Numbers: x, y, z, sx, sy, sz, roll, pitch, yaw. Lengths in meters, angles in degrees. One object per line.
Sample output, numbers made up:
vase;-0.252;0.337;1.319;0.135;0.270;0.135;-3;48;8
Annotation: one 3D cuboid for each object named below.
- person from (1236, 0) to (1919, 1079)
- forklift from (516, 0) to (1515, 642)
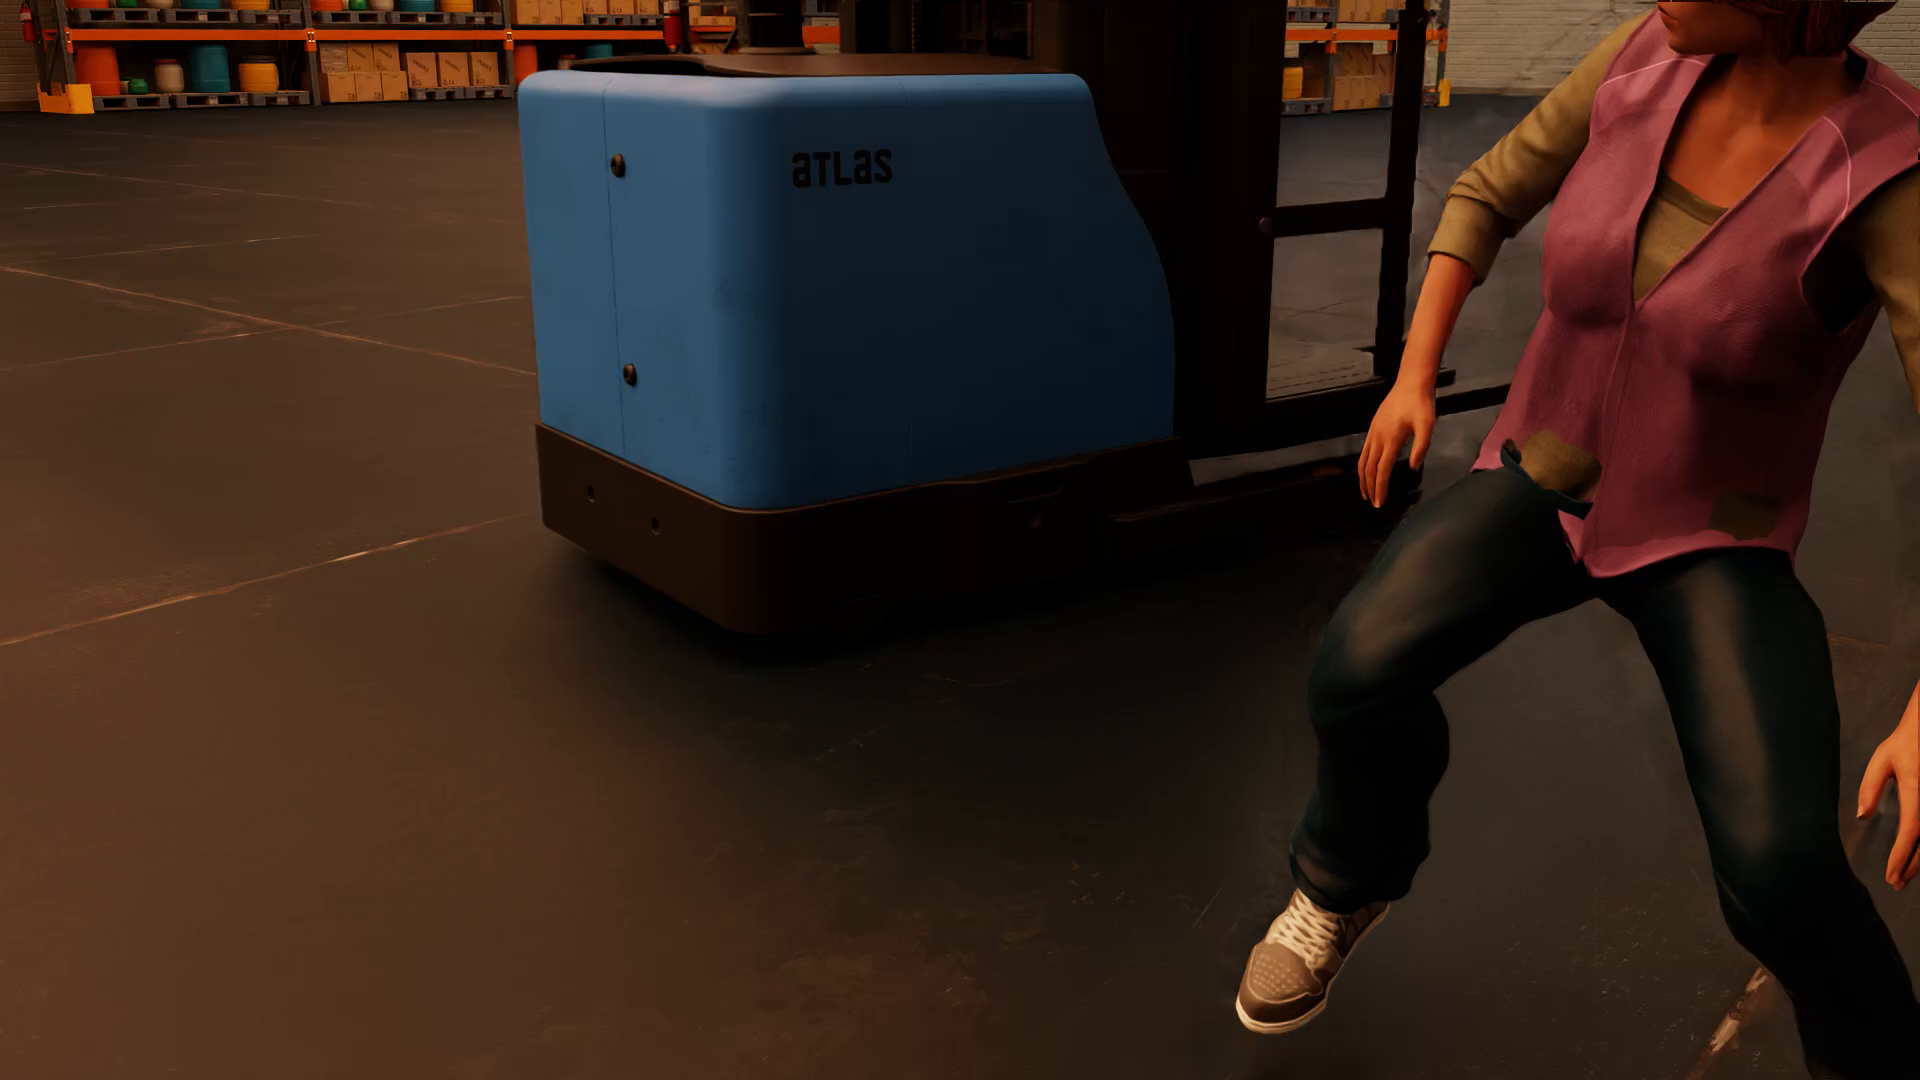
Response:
person;0.684;0.016;1.642;0.722;1.381;0.603;13;21;36
forklift;0.524;-1.526;3.922;3.031;2.935;1.130;-12;21;-35
